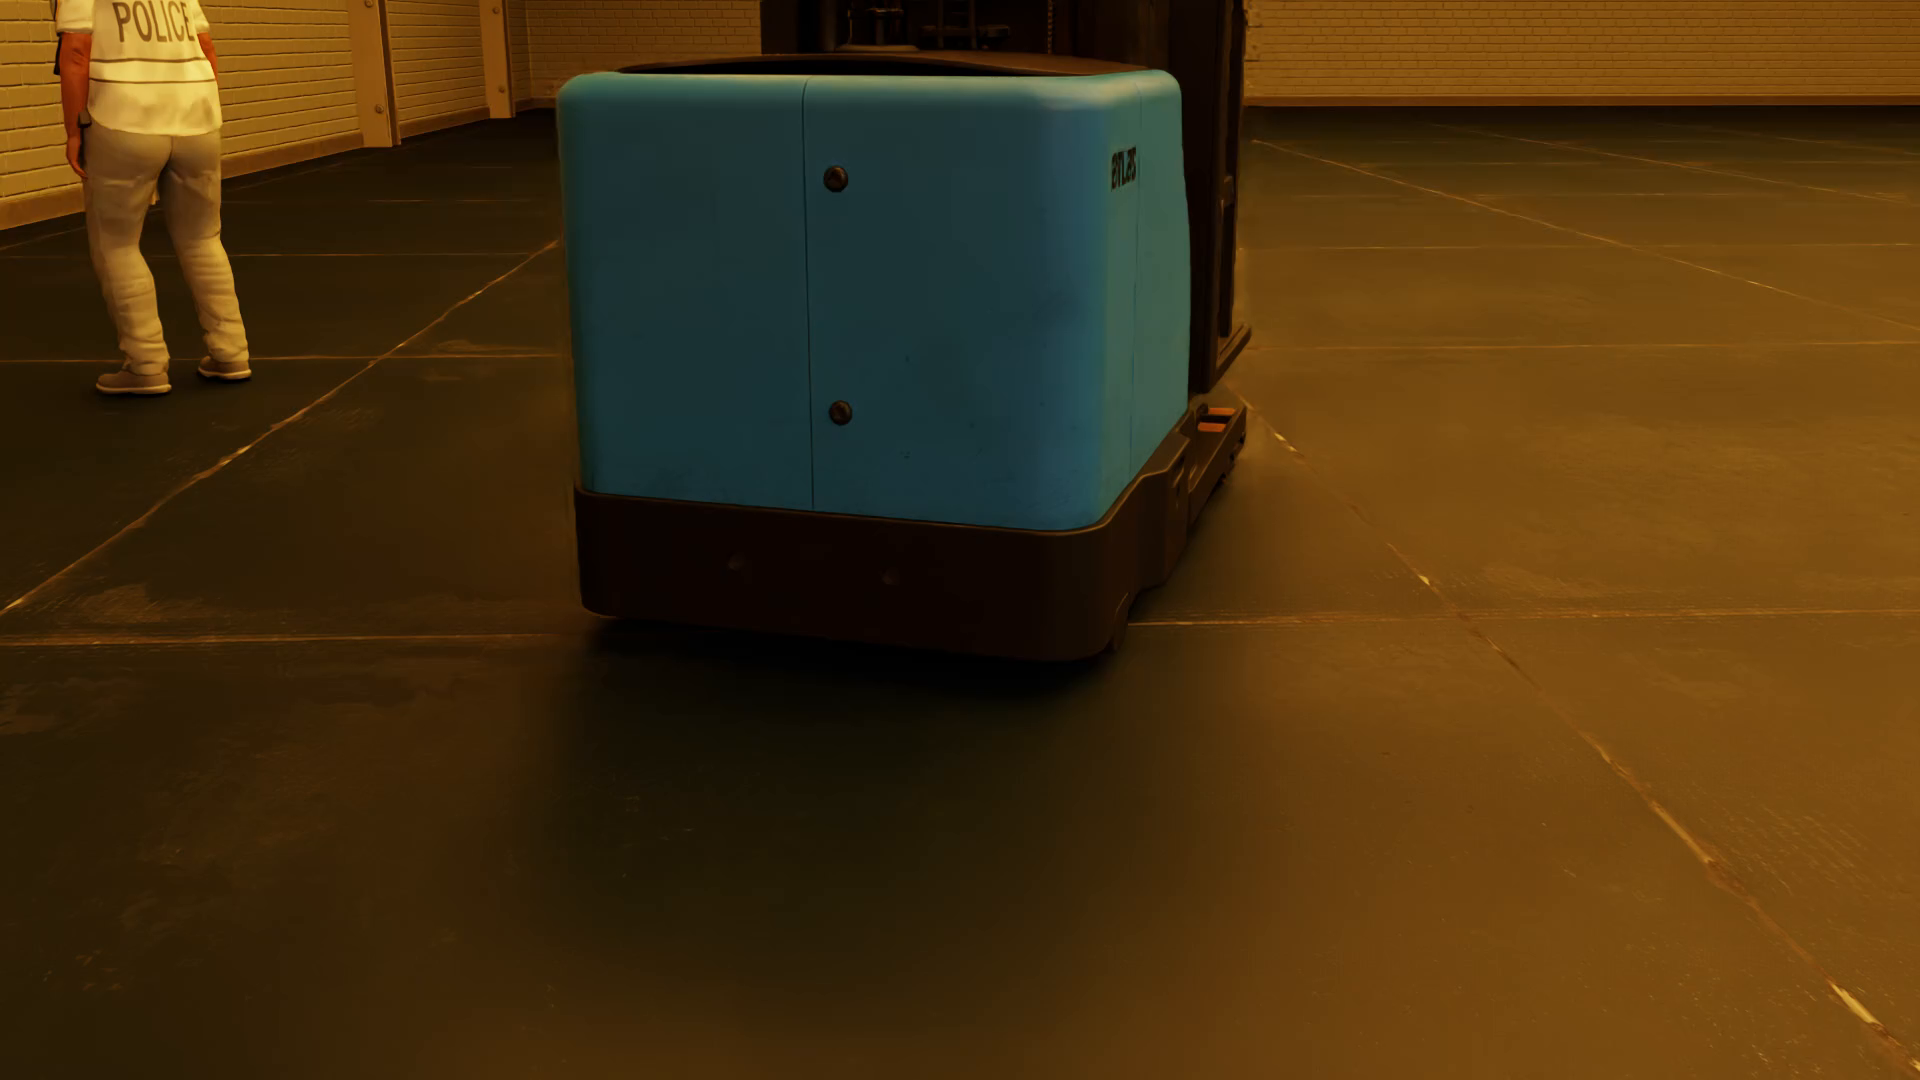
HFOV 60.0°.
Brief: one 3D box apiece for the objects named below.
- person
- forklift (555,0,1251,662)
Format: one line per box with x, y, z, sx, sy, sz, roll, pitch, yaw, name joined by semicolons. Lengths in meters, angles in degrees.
-2.646;-1.316;5.383;0.467;1.666;0.538;11;20;32;person
0.163;-1.575;4.057;1.130;2.935;3.031;5;18;16;forklift
